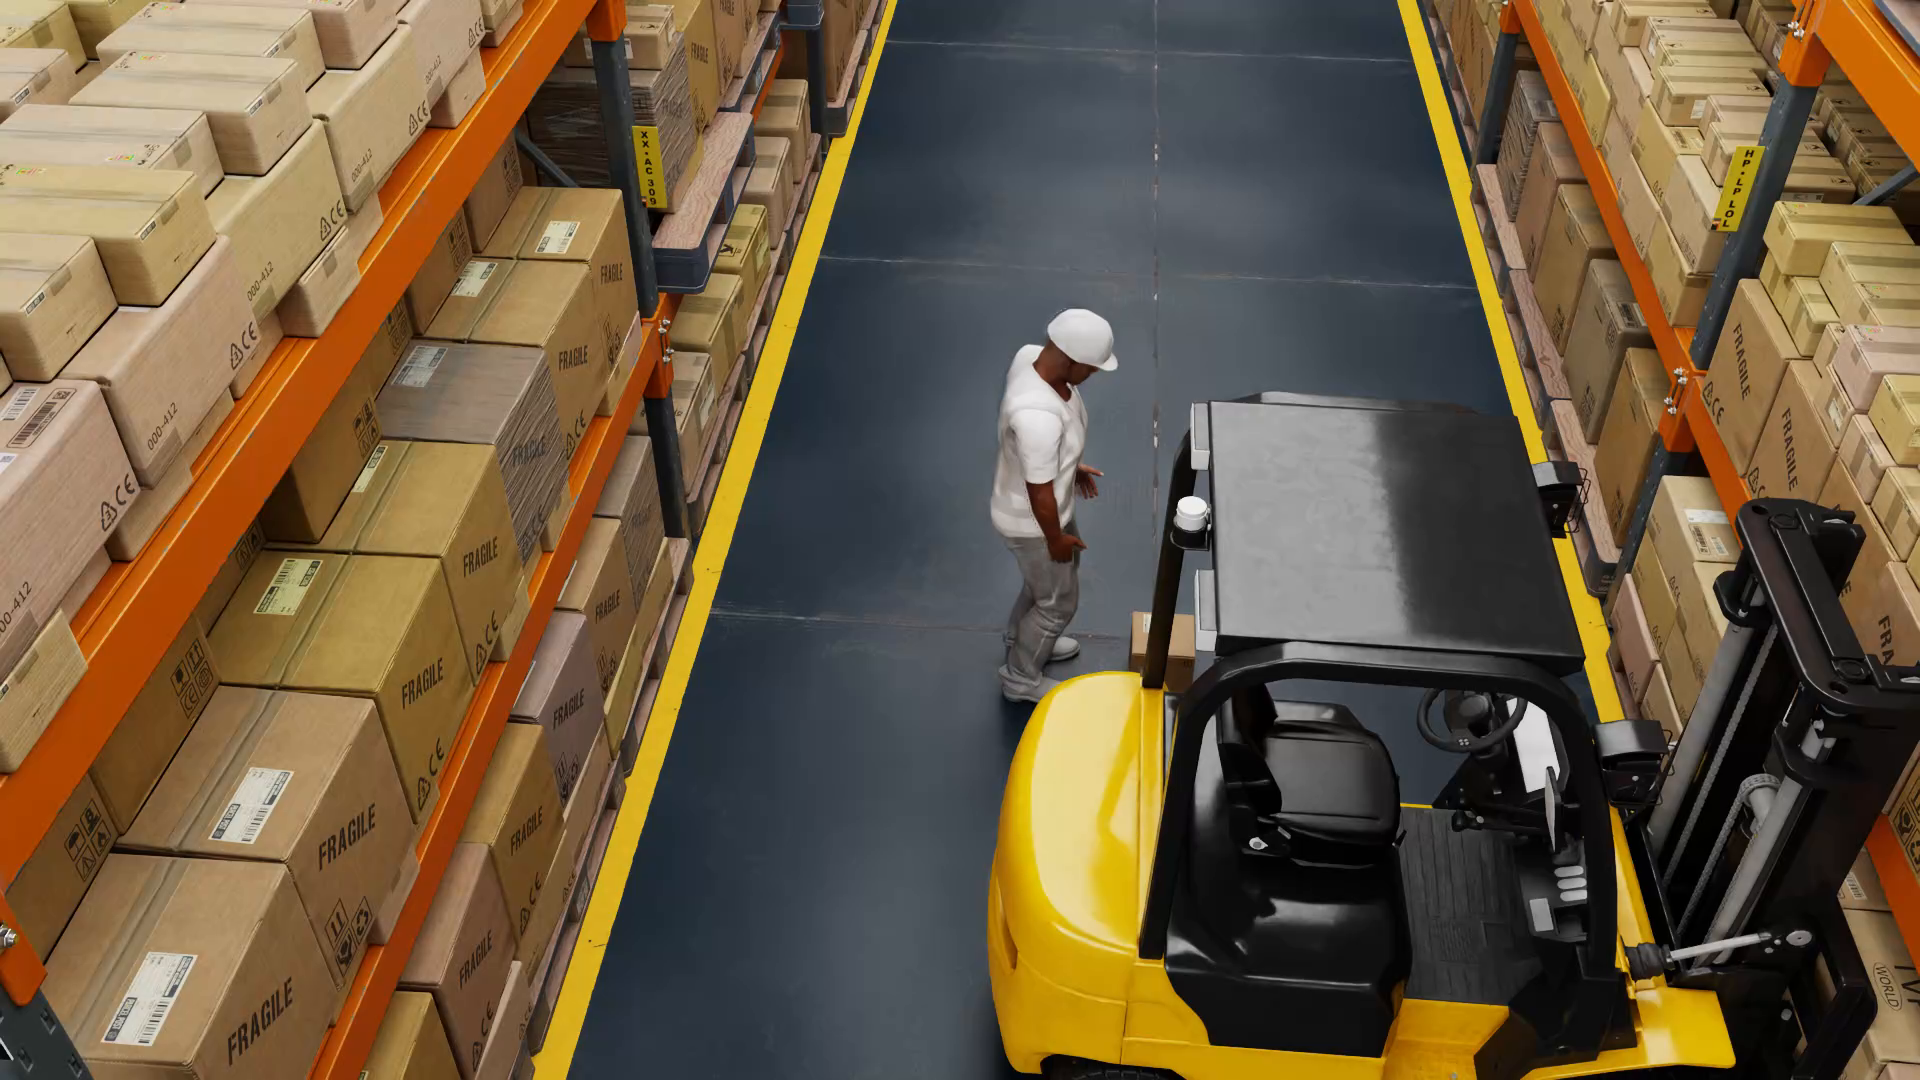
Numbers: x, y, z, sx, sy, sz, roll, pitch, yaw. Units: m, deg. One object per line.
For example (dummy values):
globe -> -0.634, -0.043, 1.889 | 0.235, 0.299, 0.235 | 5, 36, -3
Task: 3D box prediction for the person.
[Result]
person -> 0.341, -0.135, 6.333 | 0.437, 1.725, 0.588 | 4, 40, 5
